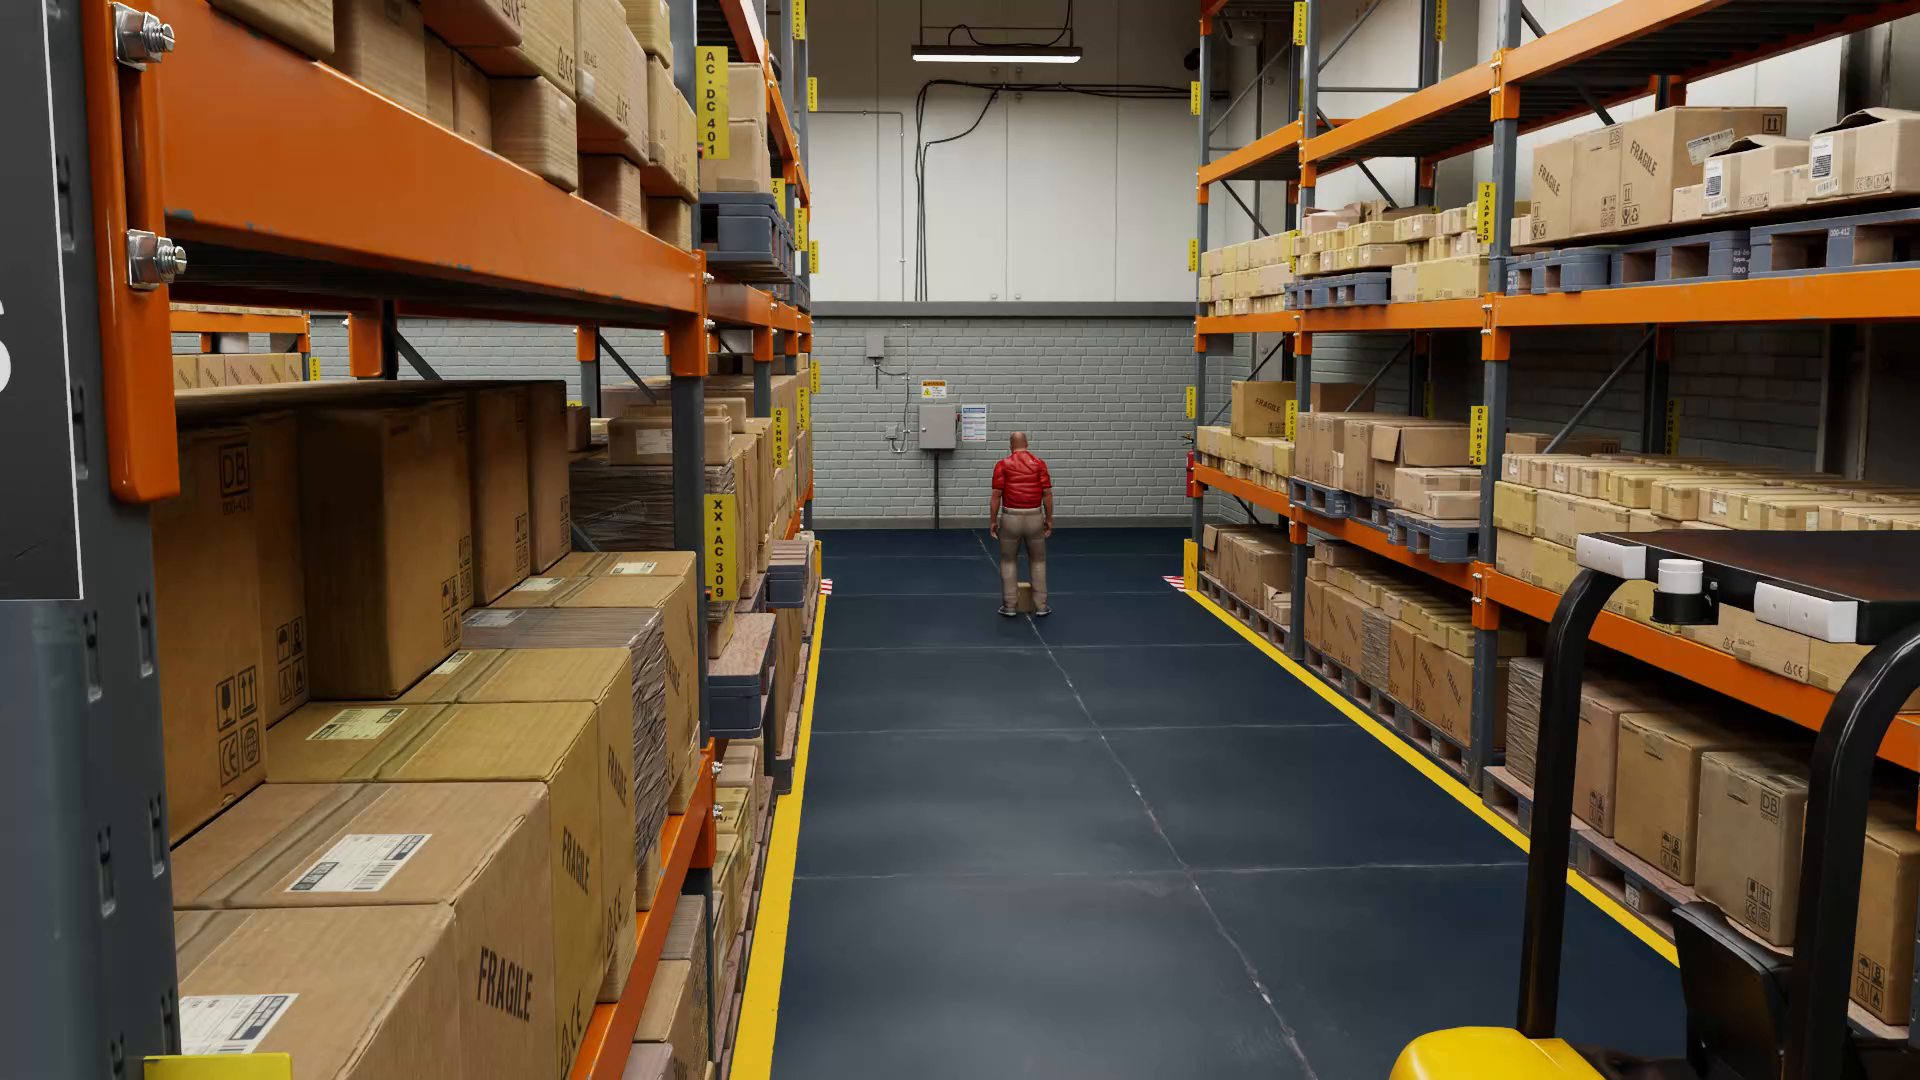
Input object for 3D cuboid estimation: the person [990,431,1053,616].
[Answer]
[{"bbox_3d":[0.576,-0.152,15.577,0.594,1.726,0.386,-1,7,-5],"label":"person"}]
